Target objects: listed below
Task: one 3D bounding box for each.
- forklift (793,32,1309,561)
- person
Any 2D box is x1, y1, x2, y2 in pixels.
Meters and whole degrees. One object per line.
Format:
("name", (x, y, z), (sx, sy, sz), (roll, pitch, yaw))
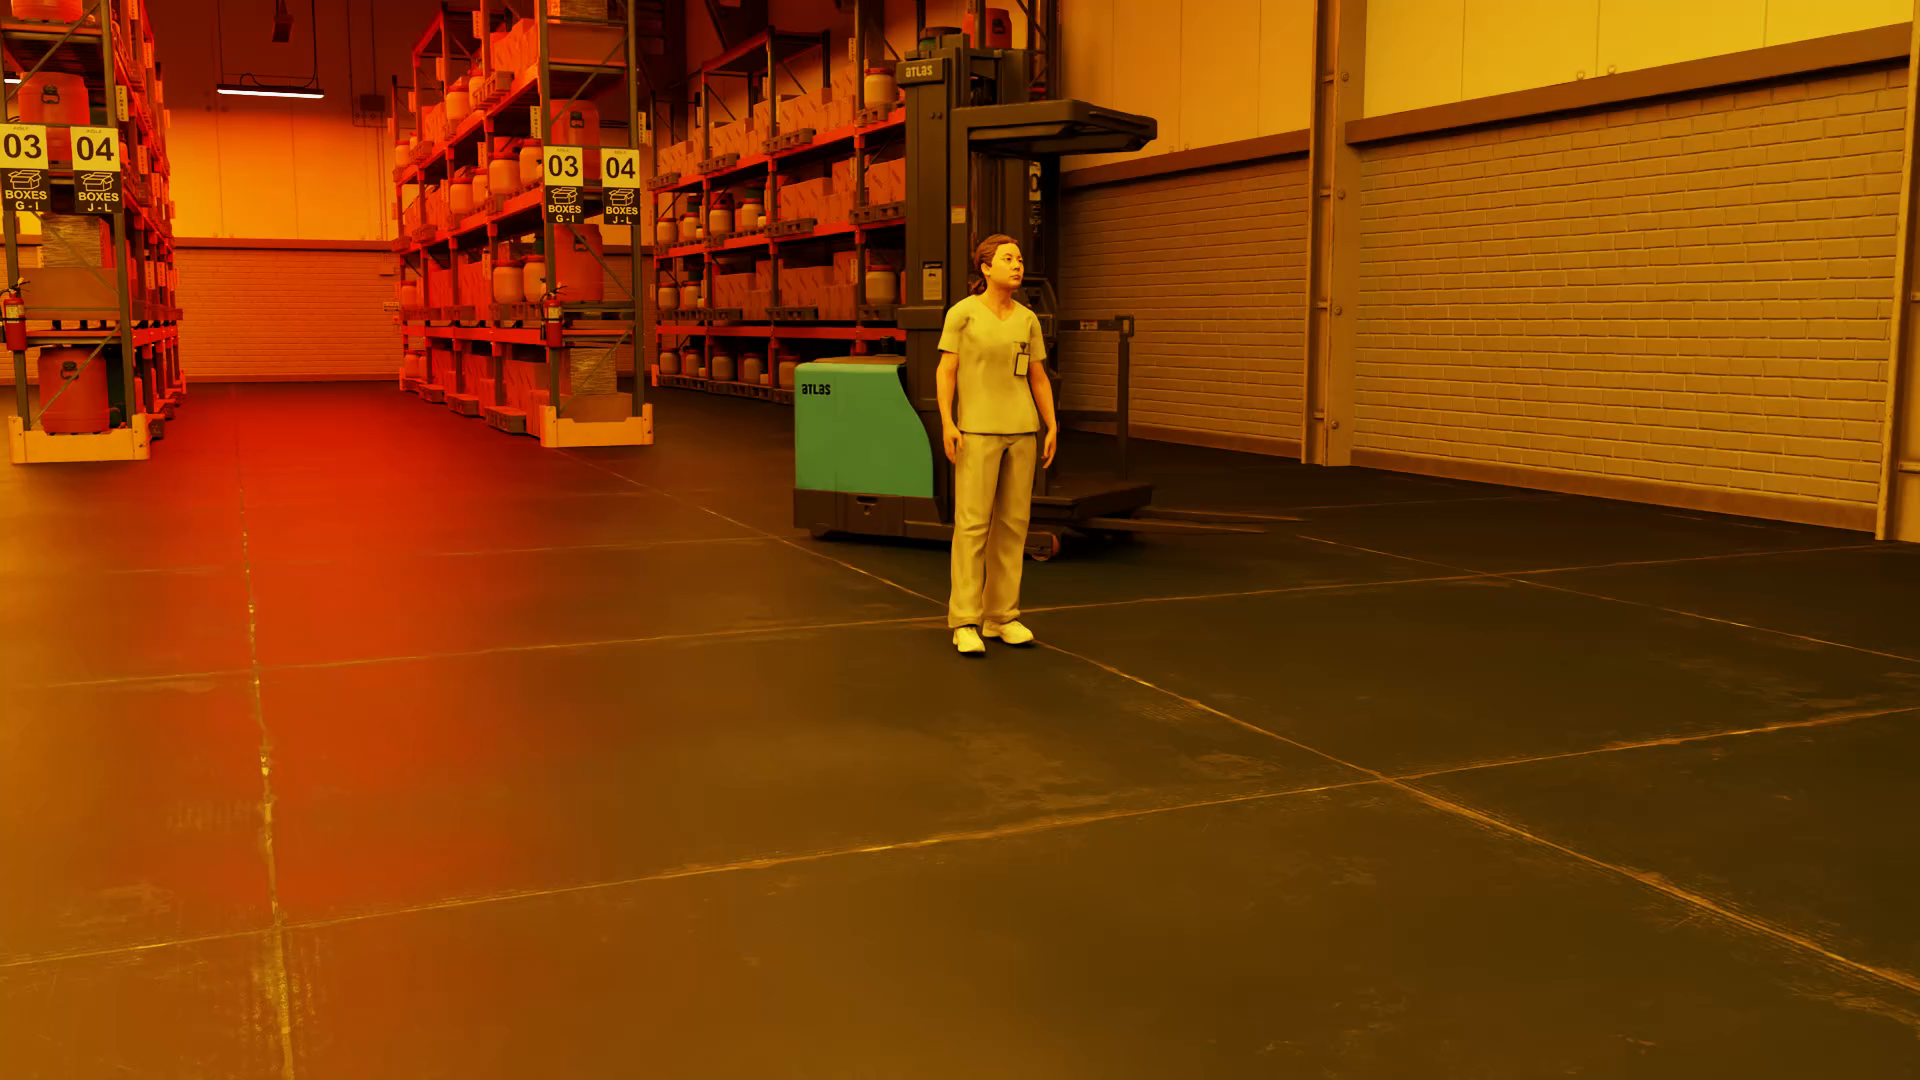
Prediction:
("forklift", (0.496, -1.414, 9.667), (3.031, 2.935, 1.130), (5, 9, 32))
("person", (0.173, -0.412, 6.813), (0.549, 1.674, 0.549), (-3, 8, -24))
